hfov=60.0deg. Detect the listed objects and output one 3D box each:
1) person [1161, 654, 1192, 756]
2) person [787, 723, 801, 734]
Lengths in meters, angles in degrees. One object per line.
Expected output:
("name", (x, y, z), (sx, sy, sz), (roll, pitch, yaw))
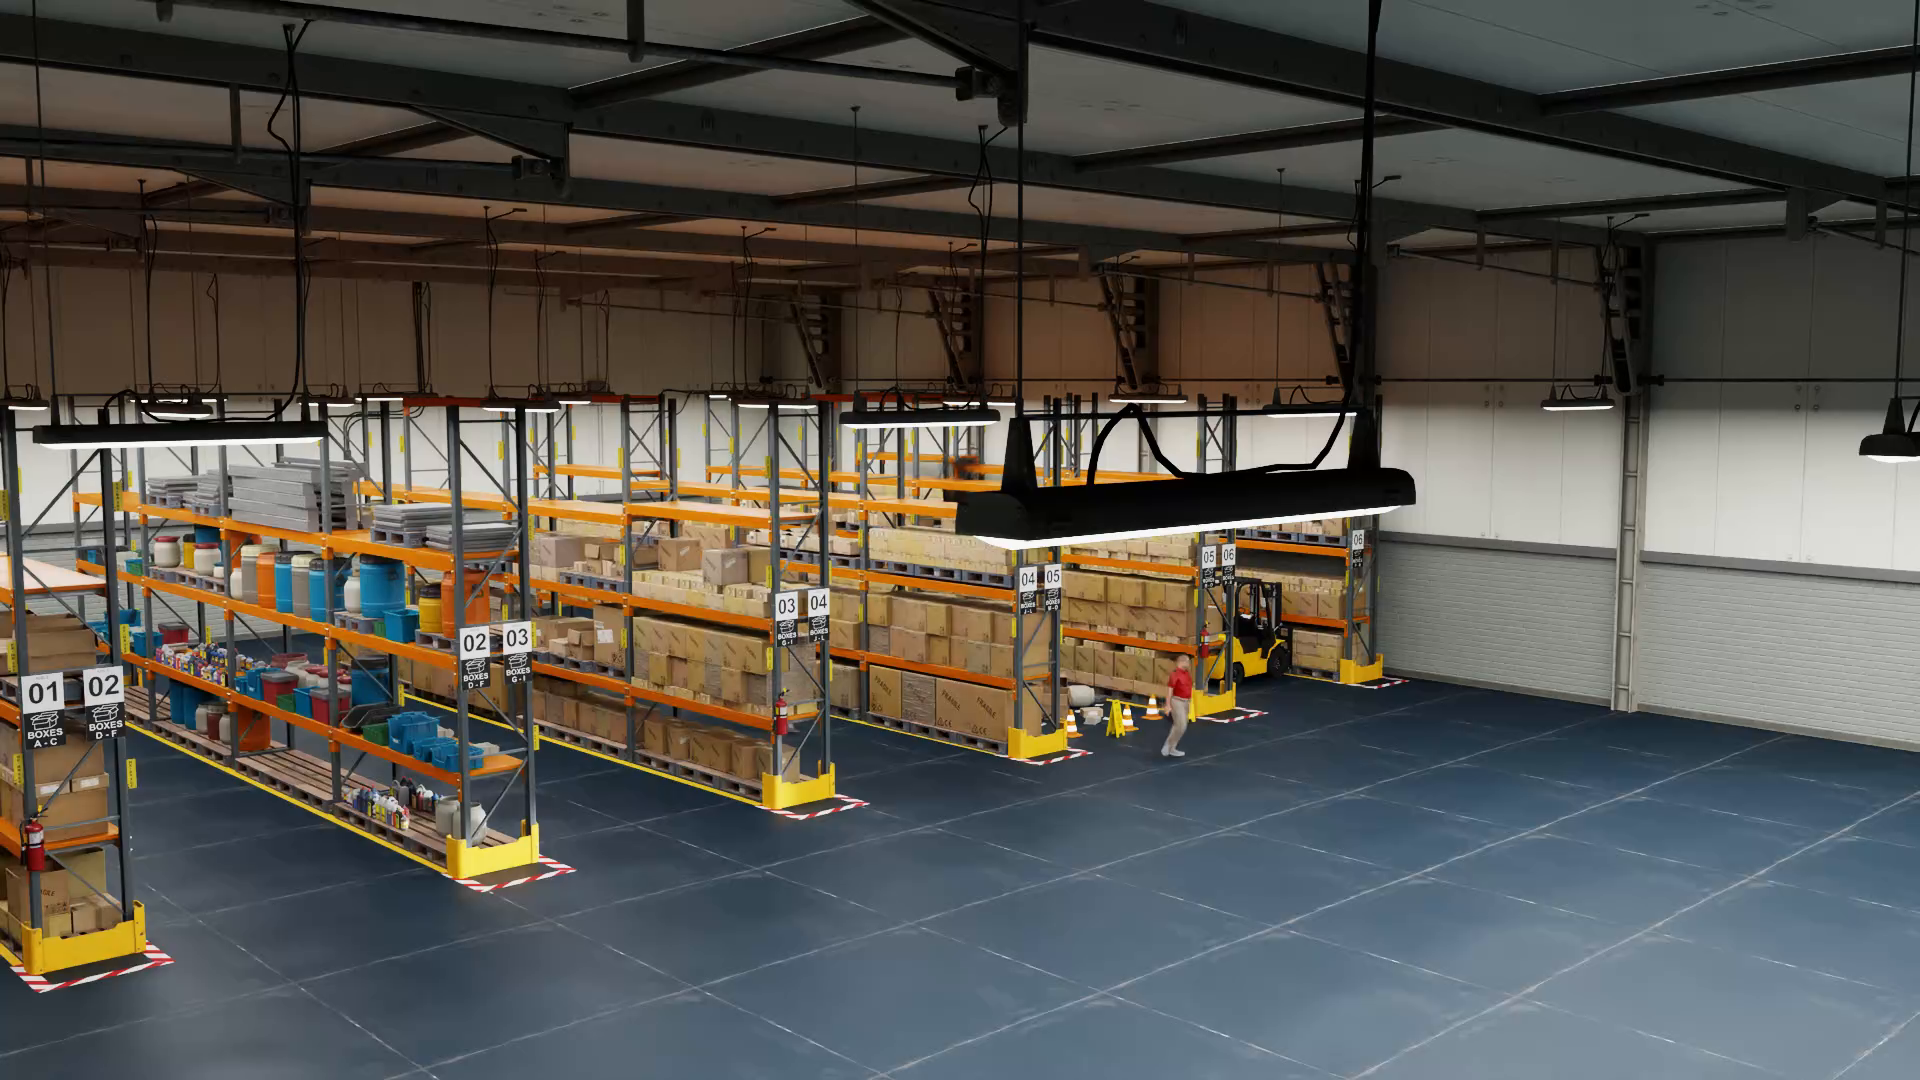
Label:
("person", (3.650, 2.774, 27.836), (0.450, 1.720, 0.635), (3, 6, 31))
("person", (-3.210, 2.593, 29.789), (0.816, 1.738, 0.658), (3, 6, 28))
